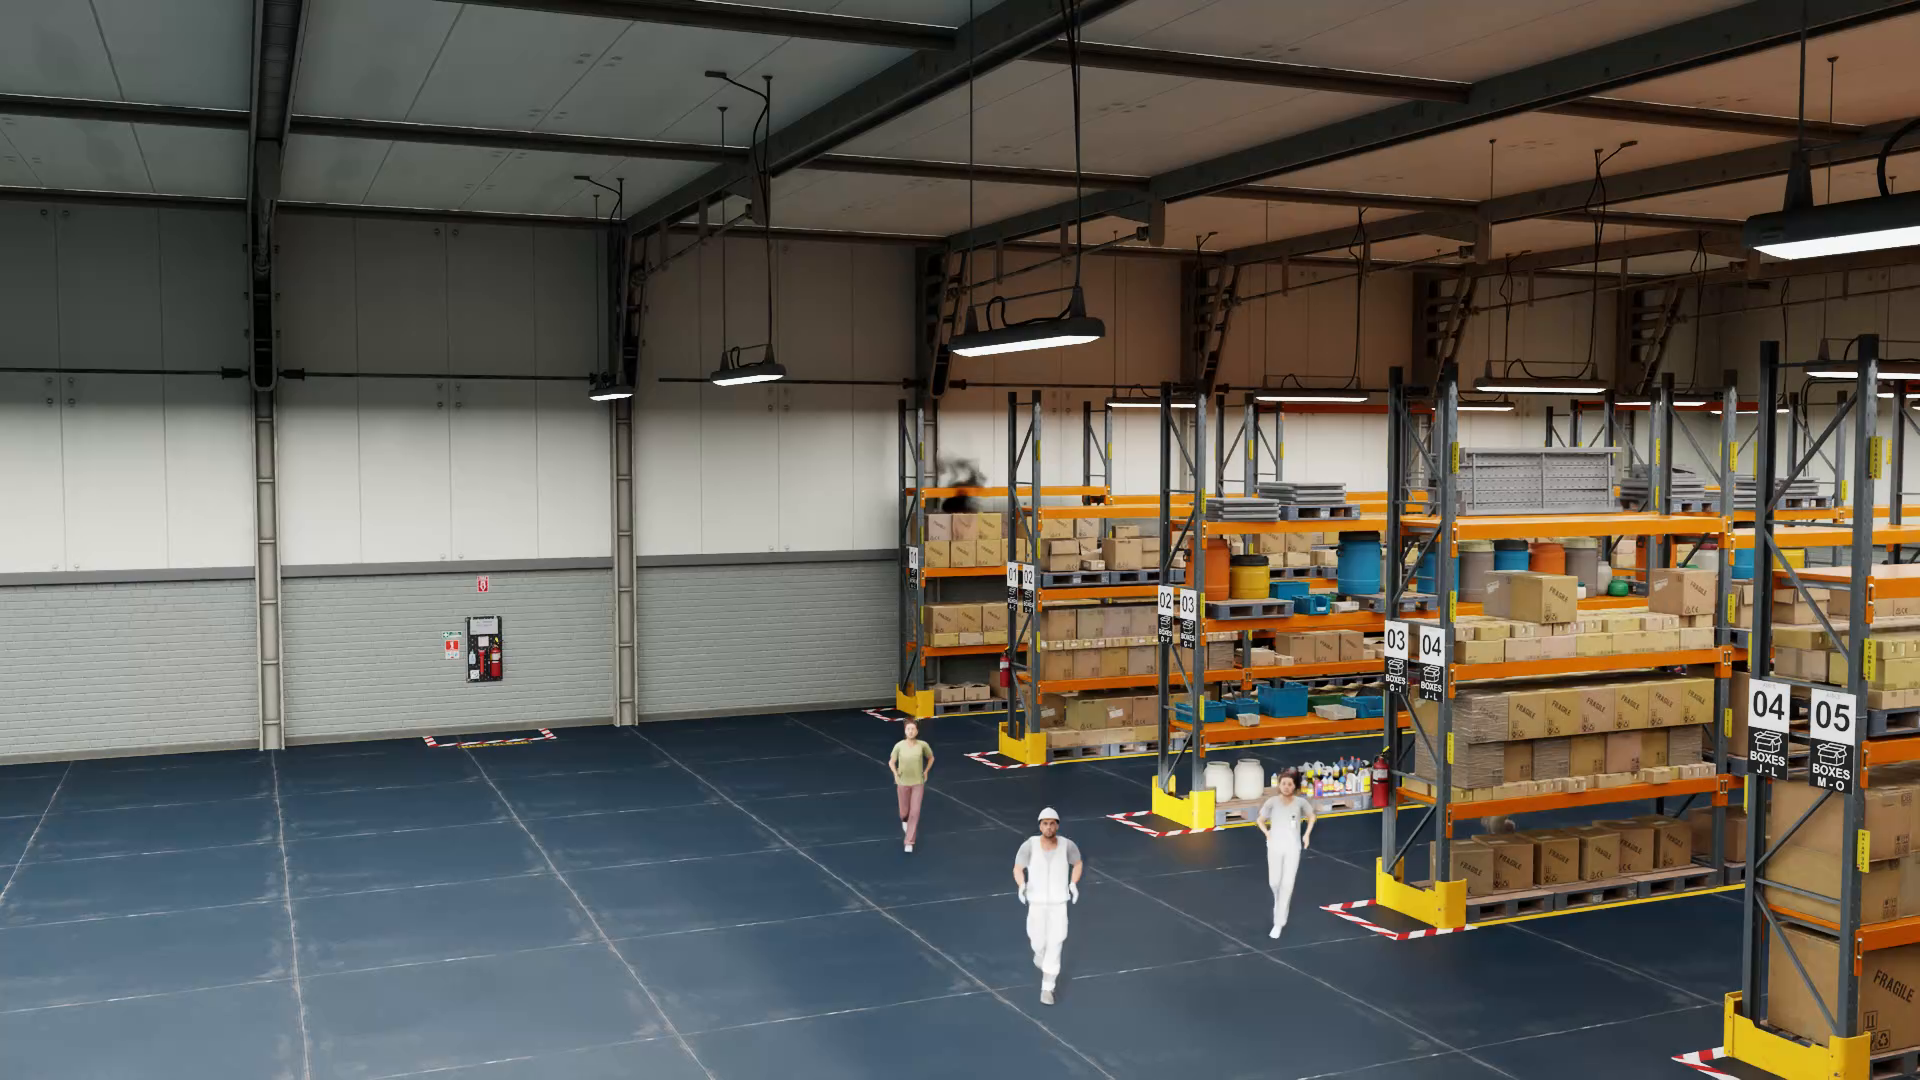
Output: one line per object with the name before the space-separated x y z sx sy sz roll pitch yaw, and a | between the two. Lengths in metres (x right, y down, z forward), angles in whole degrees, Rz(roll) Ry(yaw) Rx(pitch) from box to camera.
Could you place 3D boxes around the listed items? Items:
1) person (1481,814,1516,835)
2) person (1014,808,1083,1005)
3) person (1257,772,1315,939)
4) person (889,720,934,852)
person | 6.750 3.124 20.623 0.652 1.680 0.650 -2 4 -32
person | 0.830 3.381 15.587 0.655 1.762 0.816 0 3 2
person | 3.446 3.290 17.645 0.598 1.667 0.965 1 4 18
person | -0.614 3.107 21.179 0.579 1.637 0.776 0 3 -2
